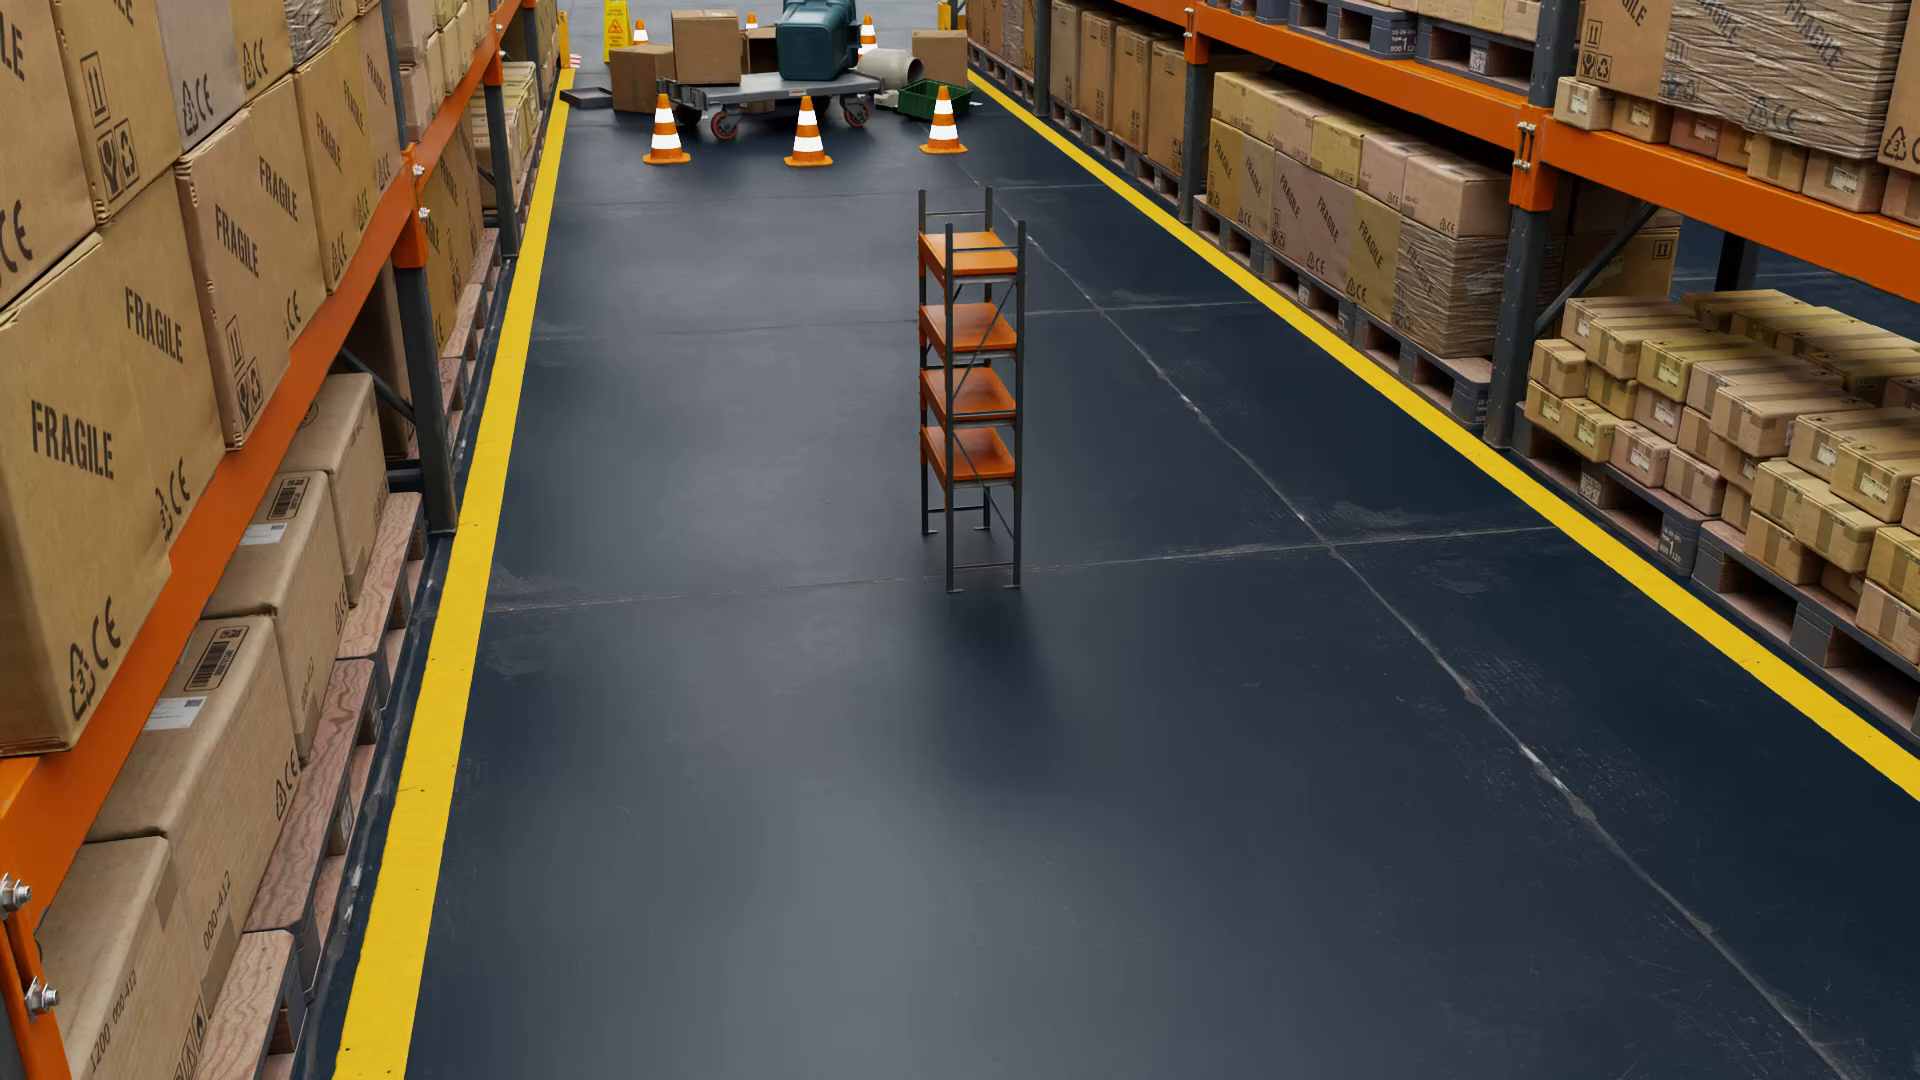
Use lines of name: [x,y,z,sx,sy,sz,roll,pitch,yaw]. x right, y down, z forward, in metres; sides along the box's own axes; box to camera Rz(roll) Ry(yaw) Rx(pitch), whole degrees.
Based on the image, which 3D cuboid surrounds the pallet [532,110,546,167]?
pallet: [-3.590,-2.940,12.217,1.003,0.211,1.213,-4,24,-10]

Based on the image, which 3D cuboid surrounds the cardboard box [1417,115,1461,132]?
cardboard box: [2.522,-1.894,8.000,0.500,0.250,0.500,-3,24,-8]

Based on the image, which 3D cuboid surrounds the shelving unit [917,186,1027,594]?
shelving unit: [0.031,-0.485,5.361,0.258,1.200,0.503,-4,24,-10]

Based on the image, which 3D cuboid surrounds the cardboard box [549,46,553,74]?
cardboard box: [-3.789,-4.126,14.359,0.500,0.250,0.500,-5,24,-10]

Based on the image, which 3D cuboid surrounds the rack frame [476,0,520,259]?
rack frame: [-2.995,-2.950,8.757,1.000,3.000,0.127,-4,24,-10]

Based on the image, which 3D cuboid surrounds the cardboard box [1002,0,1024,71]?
cardboard box: [0.893,-4.755,15.020,0.875,0.875,0.875,-4,24,-9]

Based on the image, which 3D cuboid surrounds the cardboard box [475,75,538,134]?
cardboard box: [-3.499,-3.023,11.683,0.950,0.372,0.625,-3,24,-6]

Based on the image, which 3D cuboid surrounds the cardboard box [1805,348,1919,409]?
cardboard box: [3.022,-0.518,5.483,0.380,0.149,0.250,-4,24,-8]

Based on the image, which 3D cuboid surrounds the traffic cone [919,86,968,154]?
traffic cone: [-0.125,-3.128,12.334,0.336,0.463,0.334,-4,24,-10]

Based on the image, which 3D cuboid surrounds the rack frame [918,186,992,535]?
rack frame: [-0.015,-0.581,5.581,0.240,1.200,0.015,-4,24,-10]

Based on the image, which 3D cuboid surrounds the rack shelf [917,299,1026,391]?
rack shelf: [0.031,-0.628,5.298,0.258,0.148,0.480,-4,24,-10]

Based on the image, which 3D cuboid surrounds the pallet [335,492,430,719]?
pallet: [-2.192,0.206,5.015,1.003,0.211,1.213,-4,24,-10]

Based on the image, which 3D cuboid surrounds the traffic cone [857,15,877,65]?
traffic cone: [-0.926,-5.026,16.681,0.336,0.463,0.334,-4,24,-10]

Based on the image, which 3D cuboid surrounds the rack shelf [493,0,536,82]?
rack shelf: [-3.365,-3.407,10.702,1.077,0.370,4.000,-4,24,-10]

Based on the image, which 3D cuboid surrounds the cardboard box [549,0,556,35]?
cardboard box: [-3.970,-4.872,15.132,0.500,0.500,0.500,-3,24,-8]

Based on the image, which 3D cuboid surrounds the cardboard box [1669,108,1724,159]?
cardboard box: [2.543,-1.335,5.373,0.380,0.149,0.250,-5,24,-12]

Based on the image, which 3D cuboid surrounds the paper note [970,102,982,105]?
paper note: [0.097,-3.767,14.336,0.142,0.020,0.147,18,29,36]

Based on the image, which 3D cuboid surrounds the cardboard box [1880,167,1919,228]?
cardboard box: [2.708,-0.916,4.413,0.380,0.149,0.250,-3,24,-8]

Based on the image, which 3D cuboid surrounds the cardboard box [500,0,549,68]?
cardboard box: [-3.579,-4.052,13.253,0.500,0.500,0.500,-3,24,-7]

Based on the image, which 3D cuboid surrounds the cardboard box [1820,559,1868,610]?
cardboard box: [2.745,0.103,4.804,0.380,0.149,0.250,-4,24,-8]

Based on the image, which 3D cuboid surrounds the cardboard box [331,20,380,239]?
cardboard box: [-1.818,-1.057,4.298,0.500,0.500,0.500,-5,24,-11]

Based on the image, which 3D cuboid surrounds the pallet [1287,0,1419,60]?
pallet: [2.257,-2.493,7.950,1.003,0.211,1.213,-4,24,-10]

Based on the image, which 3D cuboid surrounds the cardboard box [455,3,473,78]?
cardboard box: [-2.337,-2.104,7.008,0.500,0.250,0.500,-5,24,-11]

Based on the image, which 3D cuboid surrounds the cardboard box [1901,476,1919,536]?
cardboard box: [2.790,-0.073,4.464,0.380,0.149,0.250,-5,24,-12]

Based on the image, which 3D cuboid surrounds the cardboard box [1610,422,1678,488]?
cardboard box: [2.488,-0.303,5.734,0.380,0.149,0.250,-4,24,-10]

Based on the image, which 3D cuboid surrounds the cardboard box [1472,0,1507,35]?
cardboard box: [2.273,-2.104,6.609,0.380,0.149,0.250,-4,24,-9]

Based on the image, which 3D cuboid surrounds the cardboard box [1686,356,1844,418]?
cardboard box: [2.609,-0.481,5.398,0.380,0.149,0.250,-5,24,-11]

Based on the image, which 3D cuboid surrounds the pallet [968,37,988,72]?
pallet: [0.596,-4.916,16.743,1.003,0.211,1.213,-4,24,-10]

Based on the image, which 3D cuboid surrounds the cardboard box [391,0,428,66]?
cardboard box: [-2.060,-1.731,5.529,0.500,0.250,0.500,-5,24,-11]

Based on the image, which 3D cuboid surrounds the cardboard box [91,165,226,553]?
cardboard box: [-1.444,-0.256,2.464,0.500,0.500,0.500,-5,24,-11]

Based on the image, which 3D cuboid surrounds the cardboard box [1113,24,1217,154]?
cardboard box: [1.661,-3.108,11.404,1.050,0.750,0.750,-4,24,-9]

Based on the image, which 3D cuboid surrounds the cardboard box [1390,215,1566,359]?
cardboard box: [2.206,-1.102,7.125,0.500,0.500,0.500,-5,24,-11]

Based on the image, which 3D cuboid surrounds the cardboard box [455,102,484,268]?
cardboard box: [-2.949,-1.891,8.462,0.875,0.875,0.875,-5,24,-10]

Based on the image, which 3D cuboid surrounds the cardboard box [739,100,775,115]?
cardboard box: [-1.776,-3.750,14.004,0.396,0.266,0.258,18,29,36]

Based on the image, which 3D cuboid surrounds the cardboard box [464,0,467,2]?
cardboard box: [-2.443,-2.538,7.375,0.500,0.250,0.500,-5,24,-11]

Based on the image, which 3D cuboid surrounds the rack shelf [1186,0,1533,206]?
rack shelf: [2.220,-2.240,8.030,1.077,0.370,4.000,-4,24,-10]

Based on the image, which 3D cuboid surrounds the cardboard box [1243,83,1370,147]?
cardboard box: [1.834,-2.258,8.835,0.500,0.250,0.500,-5,24,-10]

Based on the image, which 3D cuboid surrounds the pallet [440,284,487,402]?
pallet: [-2.701,-0.878,7.496,1.003,0.211,1.213,-4,24,-10]

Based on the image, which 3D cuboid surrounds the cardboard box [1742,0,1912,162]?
cardboard box: [2.591,-1.357,4.612,0.500,0.500,0.500,-5,24,-11]

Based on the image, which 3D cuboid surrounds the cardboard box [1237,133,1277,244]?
cardboard box: [1.827,-1.909,8.971,0.500,0.500,0.500,-4,24,-9]

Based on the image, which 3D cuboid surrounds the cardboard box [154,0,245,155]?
cardboard box: [-1.530,-0.922,2.739,0.500,0.500,0.500,-4,24,-10]

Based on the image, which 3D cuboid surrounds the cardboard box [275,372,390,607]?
cardboard box: [-2.245,-0.140,5.000,0.875,0.438,0.875,-5,24,-11]

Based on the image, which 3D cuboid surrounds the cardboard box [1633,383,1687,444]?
cardboard box: [2.558,-0.453,5.705,0.380,0.149,0.250,-4,24,-10]

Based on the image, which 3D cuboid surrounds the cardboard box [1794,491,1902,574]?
cardboard box: [2.638,-0.034,4.745,0.380,0.149,0.250,-4,24,-9]

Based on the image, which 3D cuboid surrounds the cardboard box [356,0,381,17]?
cardboard box: [-1.897,-1.716,4.557,0.500,0.500,0.500,-5,24,-10]

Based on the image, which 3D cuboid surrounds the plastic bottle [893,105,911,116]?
plastic bottle: [-0.423,-3.580,13.871,0.133,0.061,0.283,-19,30,-37]

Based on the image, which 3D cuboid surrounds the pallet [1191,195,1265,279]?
pallet: [1.994,-1.771,9.541,1.003,0.211,1.213,-4,24,-10]

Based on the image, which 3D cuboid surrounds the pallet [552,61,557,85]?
pallet: [-4.345,-4.467,15.714,1.003,0.211,1.213,-4,24,-10]

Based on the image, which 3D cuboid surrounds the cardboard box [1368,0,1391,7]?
cardboard box: [2.078,-2.514,7.548,0.380,0.149,0.250,-3,24,-7]

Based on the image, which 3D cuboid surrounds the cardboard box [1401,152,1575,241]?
cardboard box: [2.204,-1.448,6.979,0.500,0.250,0.500,-5,24,-11]

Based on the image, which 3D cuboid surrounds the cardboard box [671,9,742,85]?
cardboard box: [-1.991,-3.869,13.037,0.500,0.500,0.500,-4,24,-10]

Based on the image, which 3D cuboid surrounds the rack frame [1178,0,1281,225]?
rack frame: [1.851,-3.356,9.687,1.000,3.000,0.127,-4,24,-10]
